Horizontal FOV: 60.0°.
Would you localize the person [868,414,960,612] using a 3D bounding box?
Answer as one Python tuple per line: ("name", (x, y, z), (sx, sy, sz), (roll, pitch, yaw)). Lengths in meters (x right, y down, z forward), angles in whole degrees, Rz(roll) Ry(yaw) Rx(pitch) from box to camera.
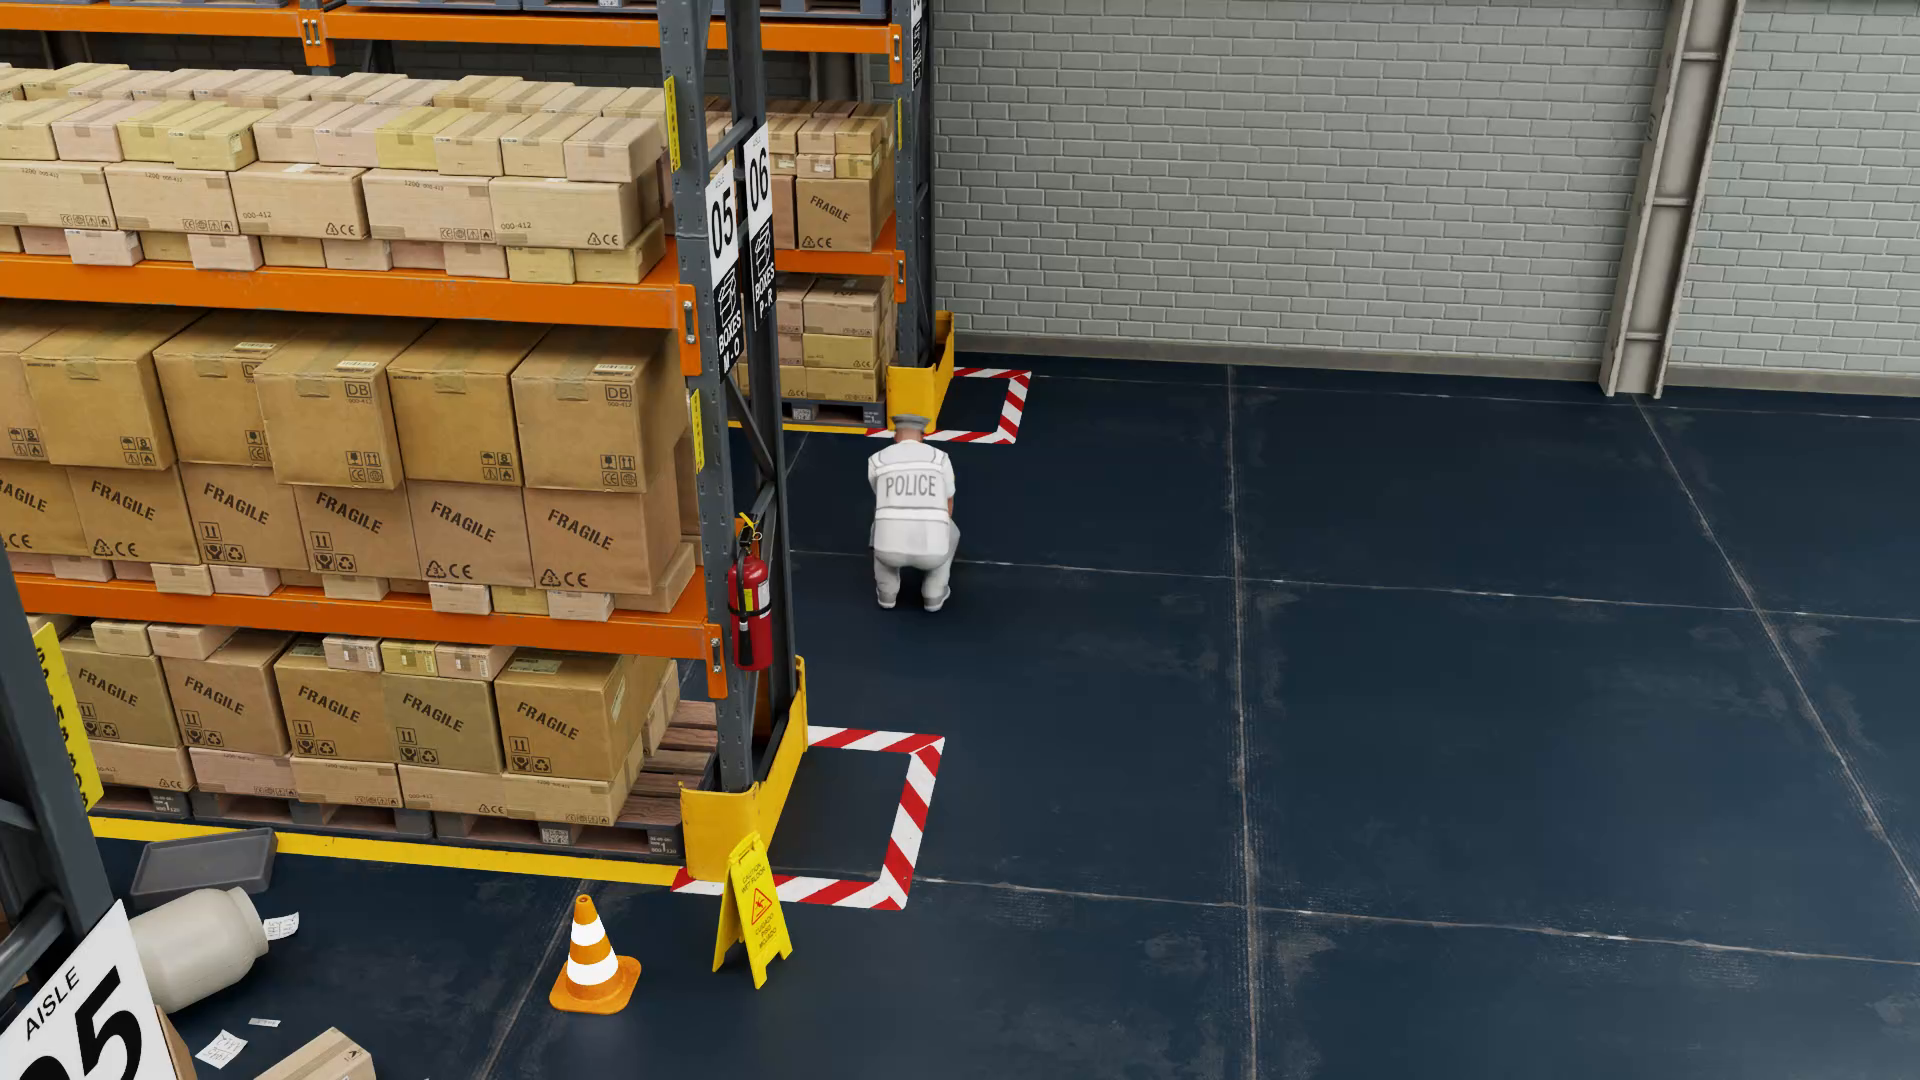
("person", (-0.276, -0.164, 9.713), (0.538, 1.022, 0.916), (3, 28, 5))
